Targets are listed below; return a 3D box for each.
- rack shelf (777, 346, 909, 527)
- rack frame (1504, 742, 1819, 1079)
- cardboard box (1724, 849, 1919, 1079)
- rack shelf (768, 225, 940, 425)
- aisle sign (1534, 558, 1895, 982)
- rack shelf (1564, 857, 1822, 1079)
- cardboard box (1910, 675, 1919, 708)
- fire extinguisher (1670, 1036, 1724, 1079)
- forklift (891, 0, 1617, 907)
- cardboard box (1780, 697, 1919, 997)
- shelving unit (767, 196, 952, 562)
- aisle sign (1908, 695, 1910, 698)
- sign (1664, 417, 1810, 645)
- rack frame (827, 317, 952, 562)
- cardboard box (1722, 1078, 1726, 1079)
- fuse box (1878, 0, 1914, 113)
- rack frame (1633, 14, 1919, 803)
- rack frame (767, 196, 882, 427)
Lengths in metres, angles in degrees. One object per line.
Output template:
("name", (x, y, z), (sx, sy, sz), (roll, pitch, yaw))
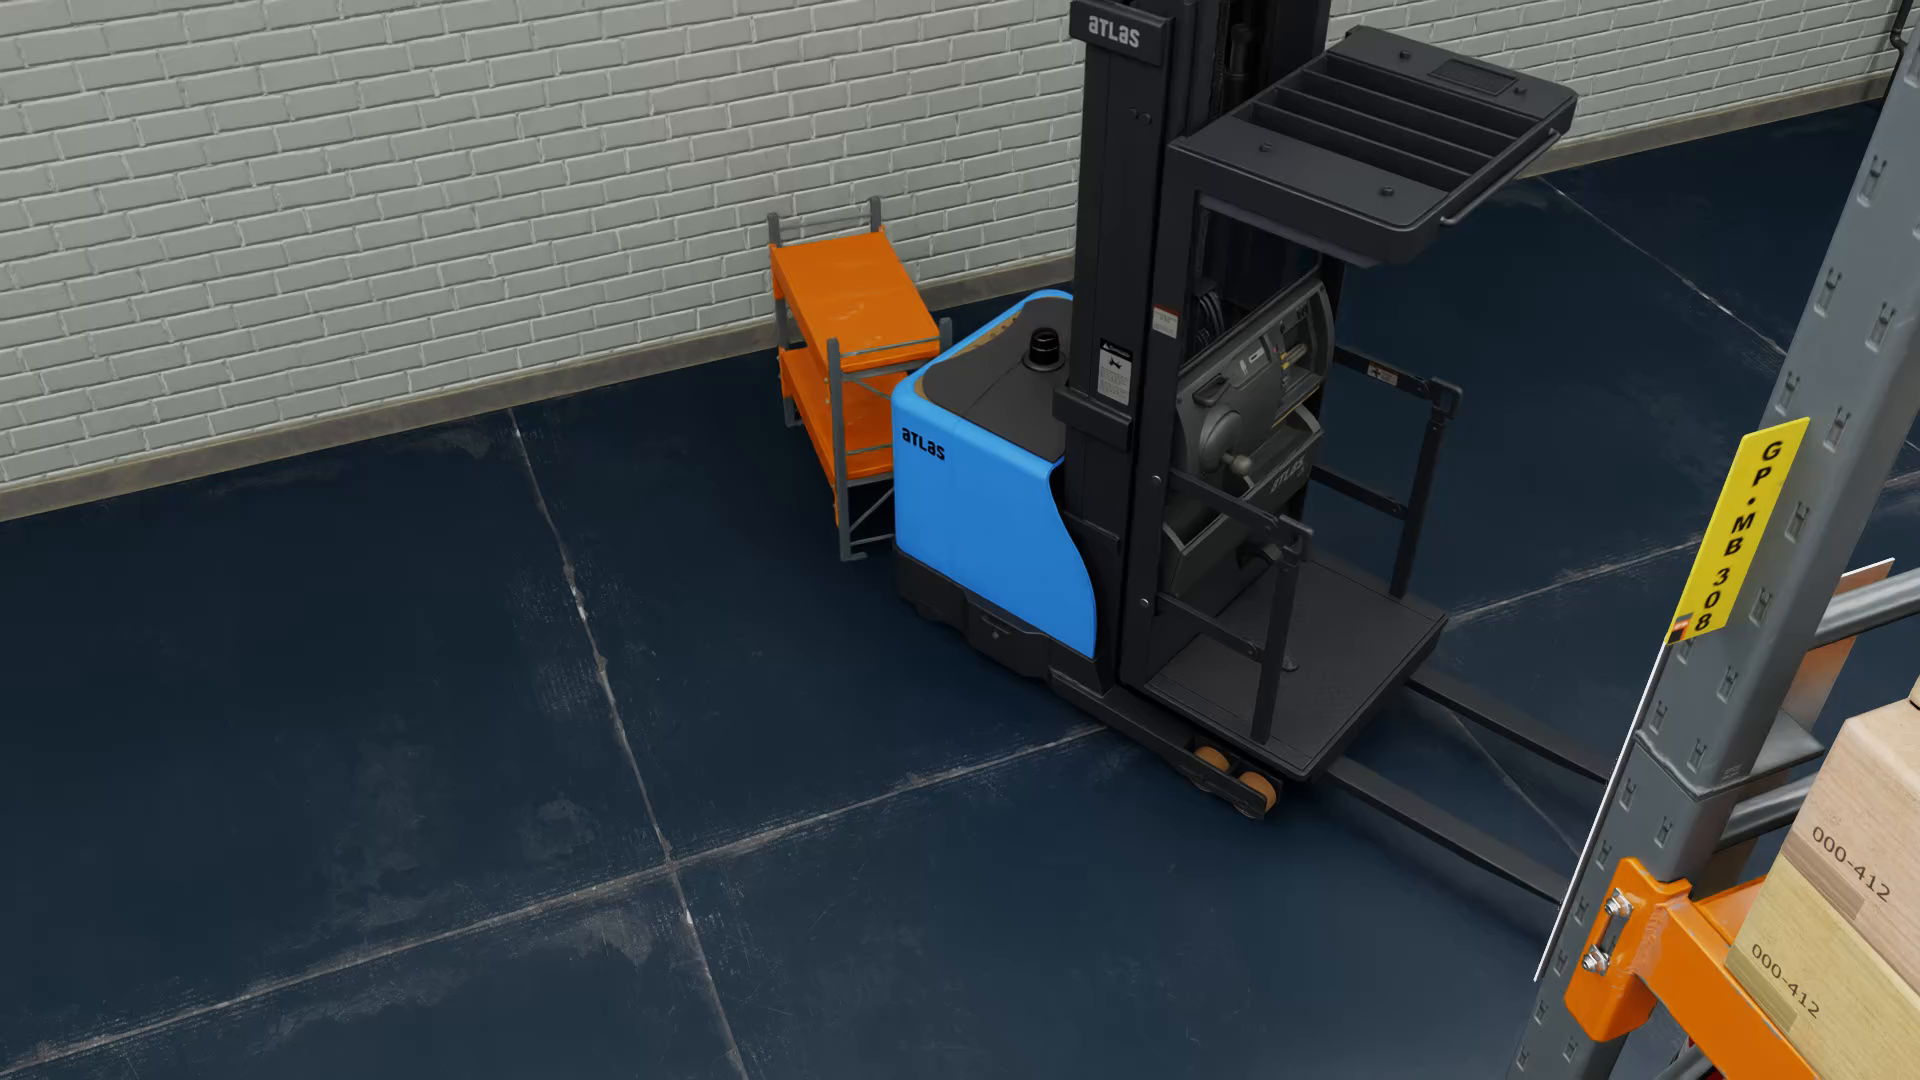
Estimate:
("rack shelf", (-0.431, -0.521, 7.368), (0.538, 0.278, 1.000), (-12, 42, -14))
("rack frame", (1.427, 1.328, 3.405), (1.000, 3.000, 0.127), (-15, 43, -17))
("cardboard box", (1.363, 0.582, 2.087), (0.500, 0.250, 0.500), (-14, 43, -15))
("rack shelf", (-0.431, -0.928, 7.018), (0.538, 0.278, 1.000), (-12, 42, -14))
("aisle sign", (1.122, 0.374, 2.521), (0.394, 0.787, 0.004), (-15, 43, -17))
("rack shelf", (2.192, 1.669, 1.260), (1.077, 0.370, 4.000), (-15, 43, -17))
("cardboard box", (1.340, 0.159, 1.890), (0.380, 0.149, 0.250), (-15, 43, -17))
("fire extinguisher", (1.757, 1.232, 3.862), (0.296, 0.674, 0.183), (-15, 43, -17))
("forklift", (1.174, -0.491, 5.573), (3.031, 2.935, 1.130), (29, 48, 29))
("cardboard box", (1.359, 0.394, 1.923), (0.500, 0.250, 0.500), (-14, 43, -16))
("shelving unit", (-0.431, -0.706, 7.209), (0.538, 1.125, 1.048), (-12, 42, -14))
("aisle sign", (1.676, 0.224, 2.695), (0.394, 0.787, 0.004), (-15, 43, -17))
("sign", (0.926, -0.005, 1.984), (0.100, 0.325, 0.005), (-15, 43, -17))
("rack frame", (-0.273, -0.391, 6.842), (0.500, 1.125, 0.032), (-12, 42, -14))
("cardboard box", (1.353, 1.135, 2.558), (0.500, 0.500, 0.500), (-15, 43, -17))
("fuse box", (5.779, -3.306, 9.782), (0.539, 1.711, 0.414), (-15, 43, -17))
("rack frame", (1.427, -0.946, 1.449), (1.000, 3.000, 0.127), (-15, 43, -17))
("rack frame", (-0.588, -1.021, 7.575), (0.500, 1.125, 0.032), (-12, 42, -14))
